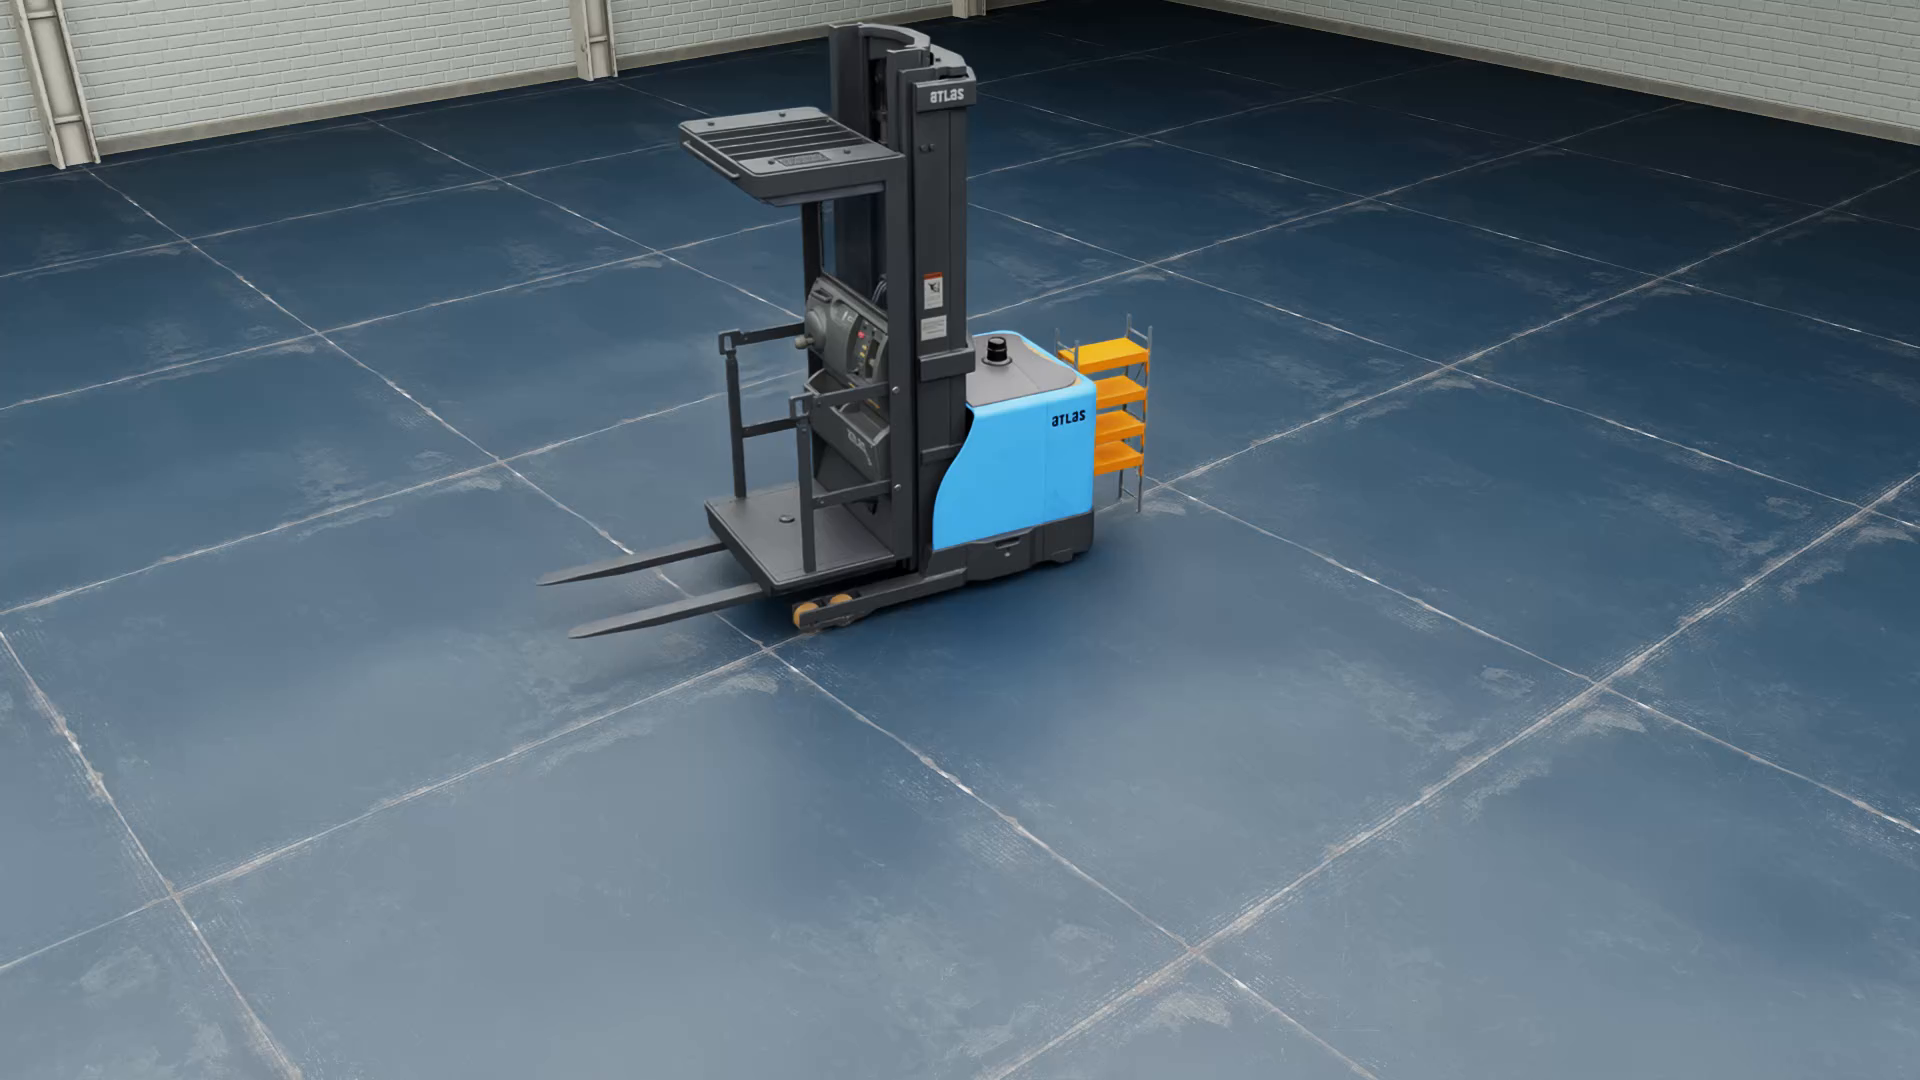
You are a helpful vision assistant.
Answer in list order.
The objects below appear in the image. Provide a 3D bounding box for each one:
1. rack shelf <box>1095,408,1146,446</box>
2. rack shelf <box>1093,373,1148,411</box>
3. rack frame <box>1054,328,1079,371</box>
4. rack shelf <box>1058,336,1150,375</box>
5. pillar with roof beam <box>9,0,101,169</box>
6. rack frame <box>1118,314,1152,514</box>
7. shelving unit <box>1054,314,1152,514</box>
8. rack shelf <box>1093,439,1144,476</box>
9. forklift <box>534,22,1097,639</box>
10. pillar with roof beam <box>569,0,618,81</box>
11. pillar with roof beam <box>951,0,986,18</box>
[{"bbox_3d":[0.819,-0.622,9.784,0.480,0.148,0.258,-14,31,-24],"label":"rack shelf"},{"bbox_3d":[0.819,-0.819,9.678,0.480,0.148,0.258,-14,31,-24],"label":"rack shelf"},{"bbox_3d":[0.603,-0.628,9.651,0.015,1.200,0.240,-14,31,-24],"label":"rack frame"},{"bbox_3d":[0.819,-1.028,9.567,0.480,0.148,0.258,-14,31,-24],"label":"rack shelf"},{"bbox_3d":[-6.211,-6.270,11.935,0.400,9.000,9.100,-22,35,-35],"label":"pillar with roof beam"},{"bbox_3d":[1.035,-0.735,9.852,0.015,1.200,0.240,-14,31,-24],"label":"rack frame"},{"bbox_3d":[0.819,-0.681,9.752,0.503,1.200,0.258,-14,31,-24],"label":"shelving unit"},{"bbox_3d":[0.819,-0.447,9.877,0.480,0.148,0.258,-14,31,-24],"label":"rack shelf"},{"bbox_3d":[-0.781,-1.076,8.654,3.031,2.935,1.130,-14,31,-24],"label":"forklift"},{"bbox_3d":[-1.647,-8.106,15.370,0.400,9.000,9.100,-22,35,-35],"label":"pillar with roof beam"},{"bbox_3d":[2.918,-9.941,18.804,0.400,9.000,9.100,-22,35,-35],"label":"pillar with roof beam"}]
